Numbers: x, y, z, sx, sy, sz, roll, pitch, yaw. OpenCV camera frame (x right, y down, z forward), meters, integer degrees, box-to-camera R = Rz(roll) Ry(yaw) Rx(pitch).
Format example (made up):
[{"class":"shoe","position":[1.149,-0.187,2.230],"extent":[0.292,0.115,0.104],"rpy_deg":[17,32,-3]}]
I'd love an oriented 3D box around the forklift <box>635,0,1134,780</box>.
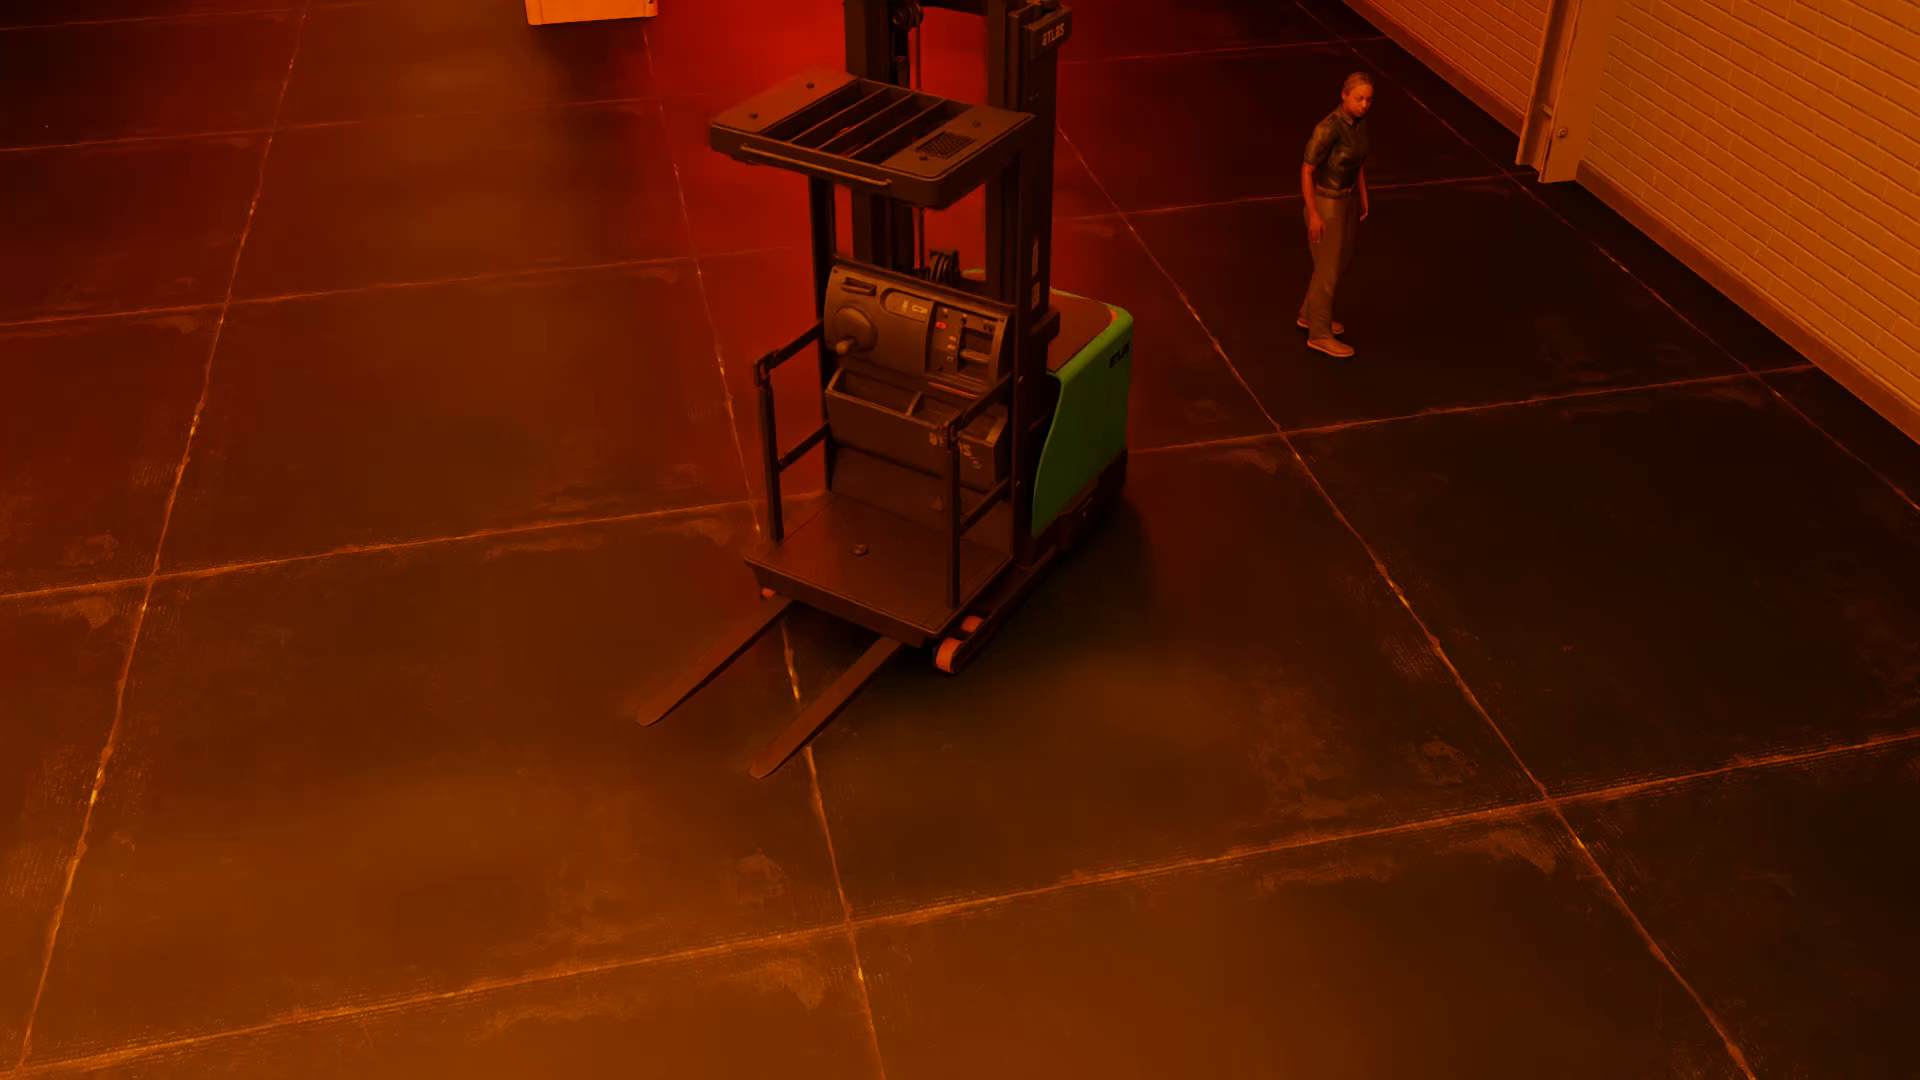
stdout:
[{"class":"forklift","position":[-0.315,-0.883,7.278],"extent":[1.130,2.935,3.031],"rpy_deg":[20,40,25]}]

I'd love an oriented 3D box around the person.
[{"class":"person","position":[2.281,-1.928,9.826],"extent":[0.472,1.654,0.631],"rpy_deg":[23,42,28]}]
